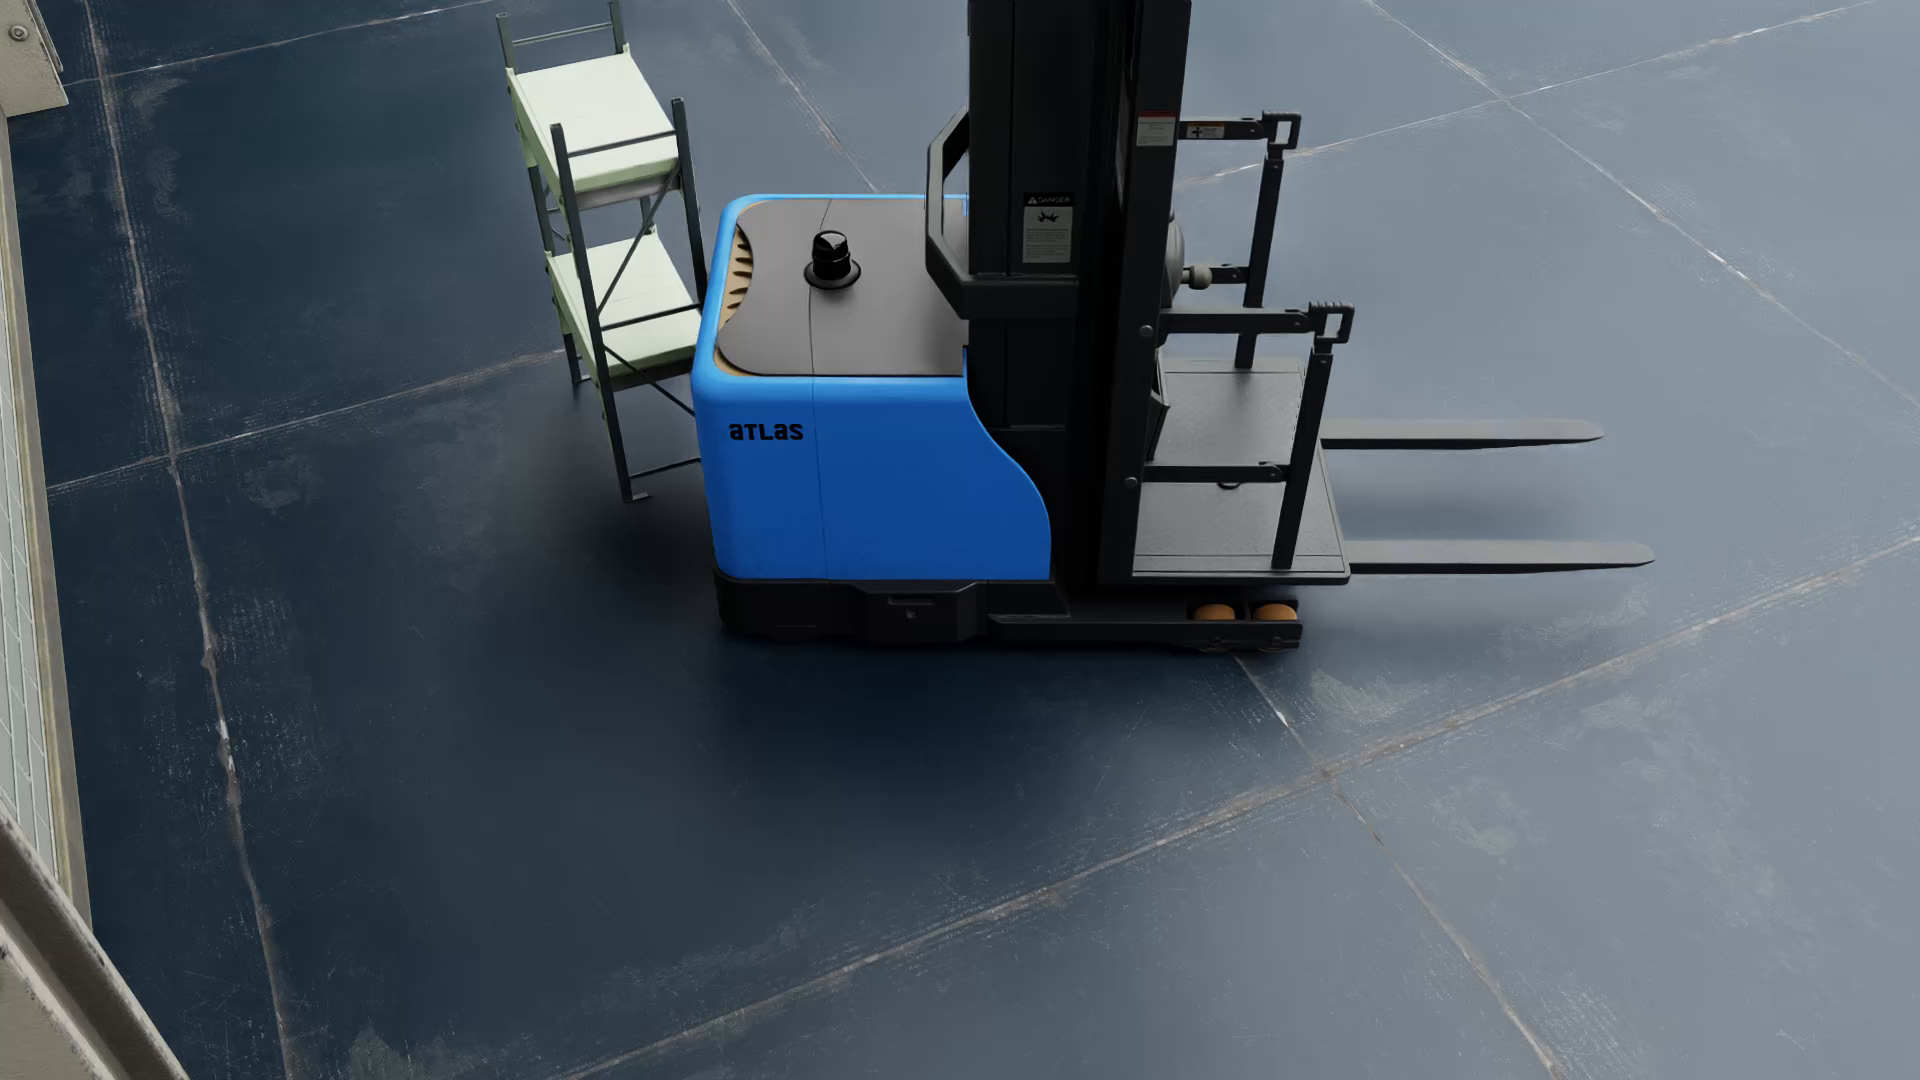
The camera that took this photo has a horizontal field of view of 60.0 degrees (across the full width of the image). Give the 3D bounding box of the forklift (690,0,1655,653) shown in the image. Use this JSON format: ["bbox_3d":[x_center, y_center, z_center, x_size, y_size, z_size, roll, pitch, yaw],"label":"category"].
[{"bbox_3d":[0.732,-1.055,4.733,3.031,2.935,1.130,0,45,0],"label":"forklift"}]

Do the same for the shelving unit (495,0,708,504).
[{"bbox_3d":[-1.153,-0.959,5.654,0.431,1.500,0.755,-17,47,-16],"label":"shelving unit"}]

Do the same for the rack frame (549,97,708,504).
[{"bbox_3d":[-1.008,-0.723,5.415,0.400,1.500,0.023,-17,47,-16],"label":"rack frame"}]

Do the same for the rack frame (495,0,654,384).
[{"bbox_3d":[-1.298,-1.195,5.893,0.400,1.500,0.023,-17,47,-16],"label":"rack frame"}]

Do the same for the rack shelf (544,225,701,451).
[{"bbox_3d":[-1.153,-0.727,5.883,0.431,0.370,0.720,-17,47,-16],"label":"rack shelf"}]

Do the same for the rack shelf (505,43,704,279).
[{"bbox_3d":[-1.153,-1.237,5.380,0.431,0.370,0.720,-17,47,-16],"label":"rack shelf"}]
